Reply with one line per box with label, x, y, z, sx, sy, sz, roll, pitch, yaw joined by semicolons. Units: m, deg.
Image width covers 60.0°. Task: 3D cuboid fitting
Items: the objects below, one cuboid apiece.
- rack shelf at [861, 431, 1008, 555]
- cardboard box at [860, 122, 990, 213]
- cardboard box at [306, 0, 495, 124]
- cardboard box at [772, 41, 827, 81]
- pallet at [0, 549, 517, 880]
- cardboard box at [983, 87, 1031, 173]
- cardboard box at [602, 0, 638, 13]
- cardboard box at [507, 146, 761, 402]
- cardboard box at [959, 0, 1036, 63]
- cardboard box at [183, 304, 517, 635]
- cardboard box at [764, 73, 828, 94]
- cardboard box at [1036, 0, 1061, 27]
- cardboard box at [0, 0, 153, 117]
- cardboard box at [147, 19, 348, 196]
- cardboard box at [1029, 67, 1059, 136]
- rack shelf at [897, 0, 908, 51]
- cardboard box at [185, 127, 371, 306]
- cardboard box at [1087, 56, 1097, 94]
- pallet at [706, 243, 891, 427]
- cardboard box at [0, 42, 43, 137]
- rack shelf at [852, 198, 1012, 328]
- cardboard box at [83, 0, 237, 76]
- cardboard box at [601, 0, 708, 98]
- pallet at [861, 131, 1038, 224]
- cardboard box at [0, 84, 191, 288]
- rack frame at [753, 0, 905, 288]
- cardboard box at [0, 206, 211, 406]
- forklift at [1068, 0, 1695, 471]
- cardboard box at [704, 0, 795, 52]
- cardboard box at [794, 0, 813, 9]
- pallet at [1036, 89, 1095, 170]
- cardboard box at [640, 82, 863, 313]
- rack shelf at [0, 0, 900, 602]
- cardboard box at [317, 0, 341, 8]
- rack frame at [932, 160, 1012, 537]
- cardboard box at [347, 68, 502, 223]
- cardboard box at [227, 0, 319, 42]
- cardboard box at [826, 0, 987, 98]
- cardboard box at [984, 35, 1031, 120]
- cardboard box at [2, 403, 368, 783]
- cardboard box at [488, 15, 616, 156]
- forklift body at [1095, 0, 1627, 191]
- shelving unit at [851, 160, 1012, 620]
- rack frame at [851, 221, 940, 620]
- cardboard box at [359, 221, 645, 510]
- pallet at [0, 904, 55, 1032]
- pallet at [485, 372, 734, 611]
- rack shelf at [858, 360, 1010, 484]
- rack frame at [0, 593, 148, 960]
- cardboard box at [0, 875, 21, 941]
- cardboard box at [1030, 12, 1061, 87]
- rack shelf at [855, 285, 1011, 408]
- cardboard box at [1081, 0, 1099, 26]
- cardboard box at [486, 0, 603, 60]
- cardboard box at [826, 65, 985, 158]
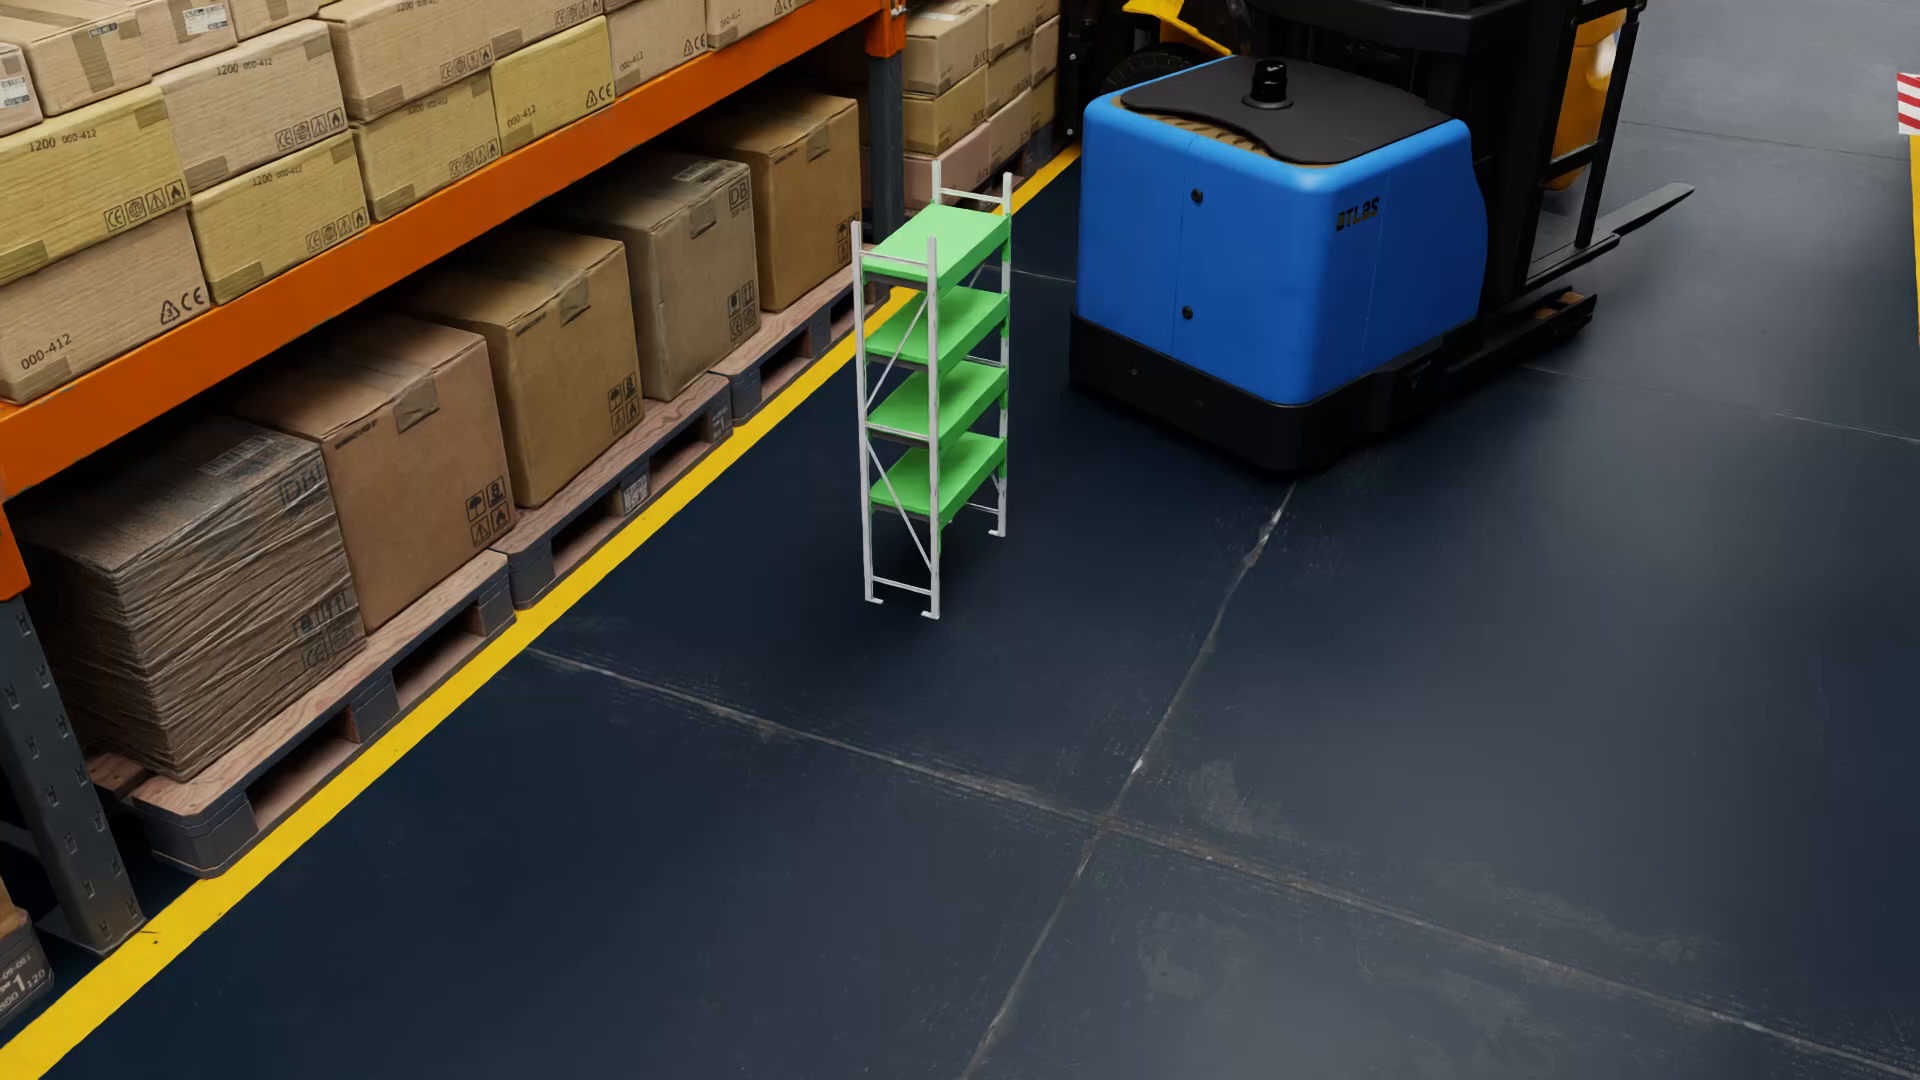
rack shelf;-0.069;-0.165;4.962;0.258;0.148;0.480;14;36;20
cardboard box;-0.201;-1.626;7.119;0.500;0.250;0.500;15;36;21
cardboard box;-1.524;-1.260;4.117;0.500;0.250;0.500;13;36;19
cardboard box;-0.674;-2.169;7.035;0.500;0.250;0.500;15;36;21
pallet;-1.997;0.322;4.567;1.003;0.211;1.213;14;36;20
cardboard box;-0.002;-1.883;7.510;0.500;0.250;0.500;13;36;19
cardboard box;-1.105;-1.768;4.891;0.500;0.250;0.500;15;36;21
cardboard box;-1.244;-0.971;5.778;0.875;0.625;0.625;14;36;20
cardboard box;0.007;-2.301;7.236;0.500;0.250;0.500;14;36;21
cardboard box;-1.838;-0.261;4.695;0.875;0.625;0.625;15;36;22
cardboard box;-0.686;-1.960;7.172;0.500;0.250;0.500;13;36;19
cardboard box;0.204;-2.551;7.618;0.500;0.250;0.500;15;36;22
cardboard box;-1.866;-0.981;3.328;0.380;0.149;0.250;15;36;22
cardboard box;-1.759;-1.004;3.726;0.500;0.250;0.500;15;36;22
cardboard box;0.198;-2.142;7.906;0.500;0.250;0.500;15;36;21
rack shelf;0.133;-3.131;7.945;1.077;0.370;4.000;14;36;20
cardboard box;-1.755;-0.795;3.864;0.500;0.250;0.500;13;36;19
cardboard box;0.429;-2.391;8.285;0.500;0.250;0.500;15;36;22
pallet;-0.977;-0.894;6.420;1.003;0.211;1.213;14;36;20
cardboard box;-1.976;-0.848;3.124;0.380;0.149;0.250;15;36;22
rack shelf;-0.069;-0.767;4.567;0.258;0.148;0.480;14;36;20
cardboard box;-1.782;-1.115;3.532;0.380;0.149;0.250;15;36;22
cardboard box;-1.118;-1.570;5.045;0.500;0.250;0.500;14;36;21
pallet;-0.333;-1.656;7.583;1.003;0.211;1.213;14;36;20
cardboard box;-1.947;-0.749;3.337;0.500;0.250;0.500;14;36;20
rack frame;-0.704;-2.436;6.229;1.000;3.000;0.127;14;36;20
cardboard box;-1.970;-0.546;3.483;0.500;0.250;0.500;14;36;21
forklift;1.824;-2.138;5.838;3.031;2.935;1.130;-27;42;-34
cardboard box;-0.882;-1.810;5.412;0.500;0.250;0.500;14;36;20
cardboard box;-0.677;-2.062;5.796;0.500;0.250;0.500;15;36;22
pallet;0.176;-2.266;8.513;1.003;0.211;1.213;14;36;20
cardboard box;-0.912;-1.356;6.365;0.875;0.625;0.625;16;36;23
rack shelf;-1.541;-1.139;4.907;1.077;0.370;4.000;14;36;20
cardboard box;-1.606;-1.380;3.936;0.380;0.149;0.250;15;36;21
rack frame;0.033;-0.541;4.981;0.240;1.200;0.015;14;36;20
cardboard box;-1.546;-1.053;4.257;0.500;0.250;0.500;13;35;19
cardboard box;-1.684;-1.248;3.735;0.380;0.149;0.250;15;36;21
cardboard box;-0.216;-2.048;6.851;0.500;0.250;0.500;14;36;20
cardboard box;-0.012;-2.092;7.373;0.500;0.250;0.500;14;36;20
cardboard box;-2.104;0.067;4.196;0.875;0.625;0.625;15;36;22
cardboard box;-1.327;-1.311;4.651;0.500;0.250;0.500;15;36;22
forklift body;1.833;-2.710;7.421;2.313;2.155;1.214;14;36;20
shelving unit;-0.069;-0.419;4.795;0.258;1.200;0.503;14;36;20
rack frame;-0.171;-0.298;4.610;0.240;1.200;0.015;14;36;20
cardboard box;-1.556;-0.596;5.206;0.875;0.625;0.625;13;35;19
pallet;-2.724;1.086;3.401;1.003;0.211;1.213;14;36;20
pallet;-1.486;-0.284;5.490;1.003;0.211;1.213;14;36;20
rack shelf;-0.069;-0.366;4.830;0.258;0.148;0.480;14;36;20
rack frame;-2.377;-0.443;3.191;1.000;3.000;0.127;14;36;20
cardboard box;-2.359;0.686;3.364;0.500;0.500;0.500;15;36;22
cardboard box;0.209;-2.339;7.751;0.500;0.250;0.500;14;36;20
rack shelf;-0.069;-0.567;4.699;0.258;0.148;0.480;14;36;20
cardboard box;0.421;-2.591;8.134;0.500;0.250;0.500;14;36;20
cardboard box;-1.333;-1.520;4.514;0.500;0.250;0.500;15;36;21
cardboard box;-0.221;-1.840;6.990;0.500;0.250;0.500;14;36;20
